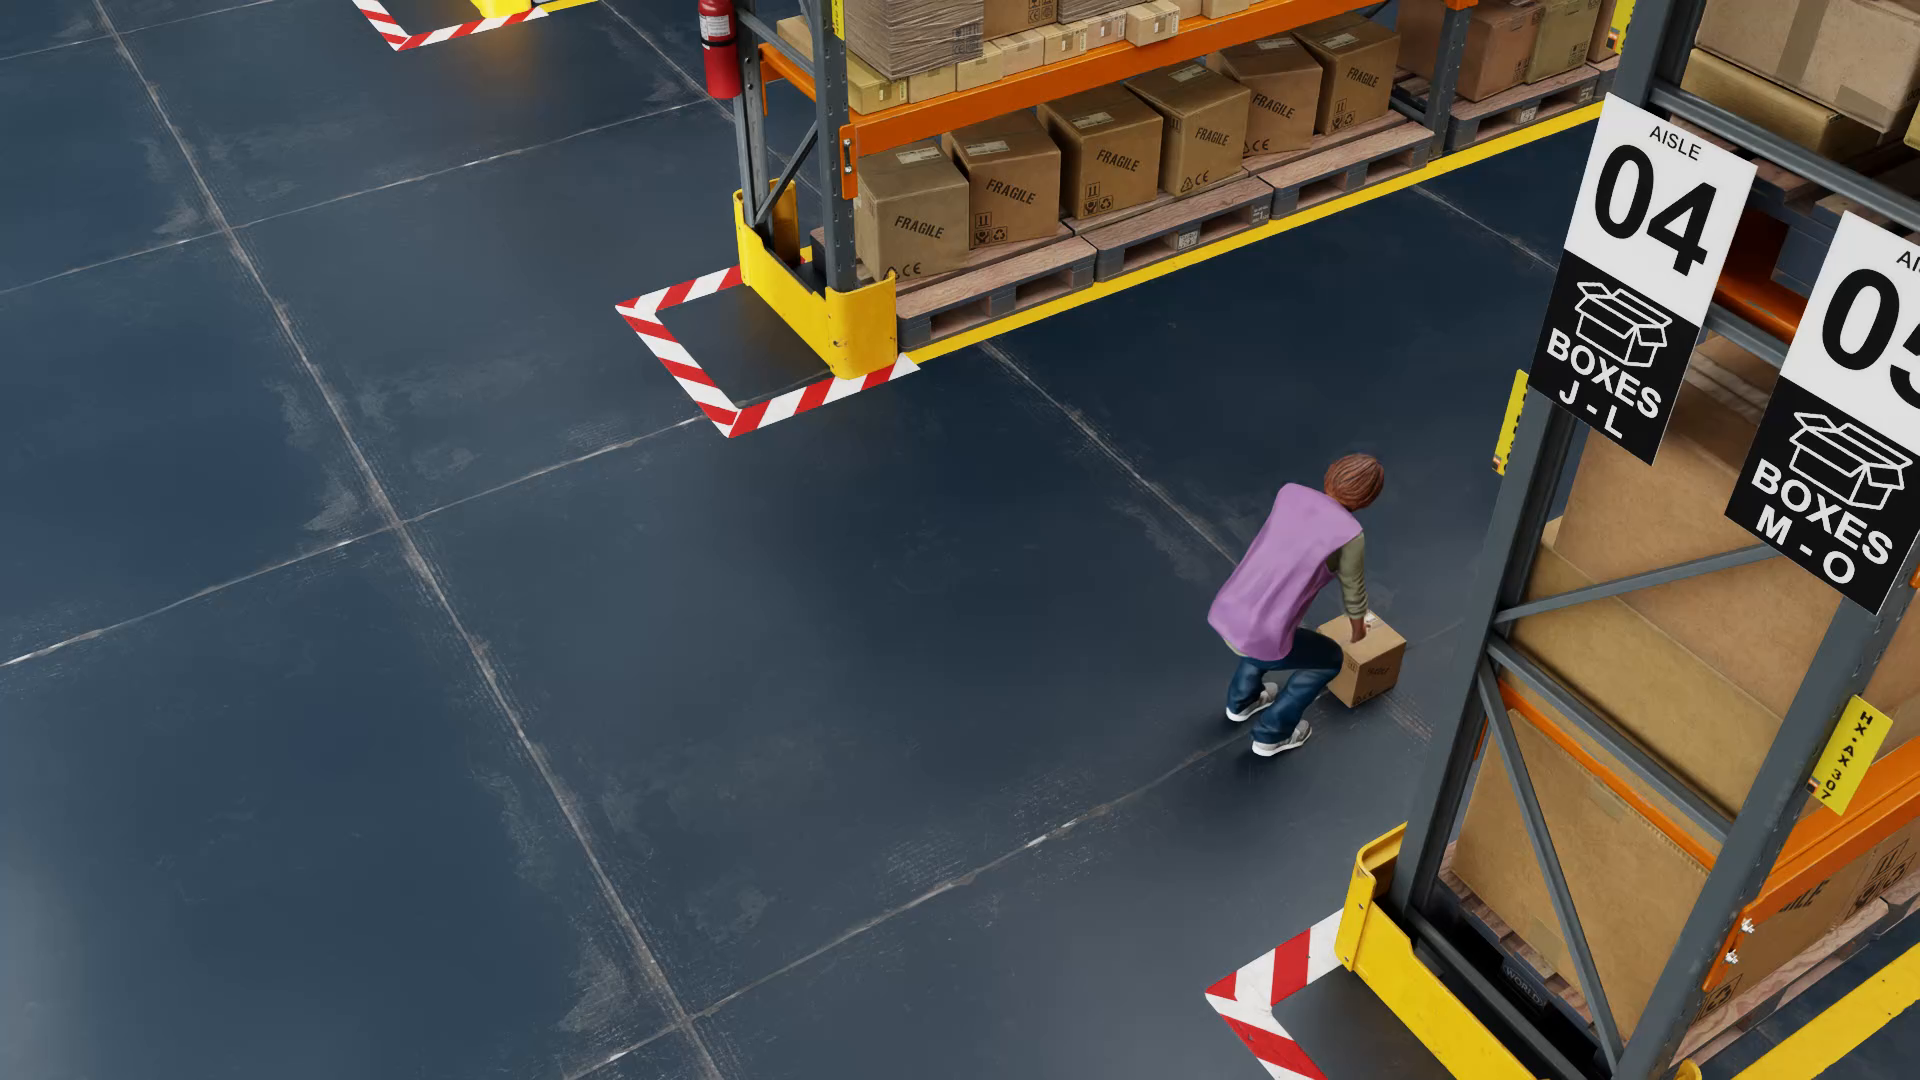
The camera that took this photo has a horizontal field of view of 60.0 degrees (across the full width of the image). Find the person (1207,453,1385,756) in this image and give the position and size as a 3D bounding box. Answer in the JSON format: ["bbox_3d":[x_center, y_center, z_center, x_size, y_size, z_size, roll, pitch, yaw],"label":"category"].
[{"bbox_3d":[1.223,0.252,6.205,0.714,1.171,0.463,-23,46,-24],"label":"person"}]
